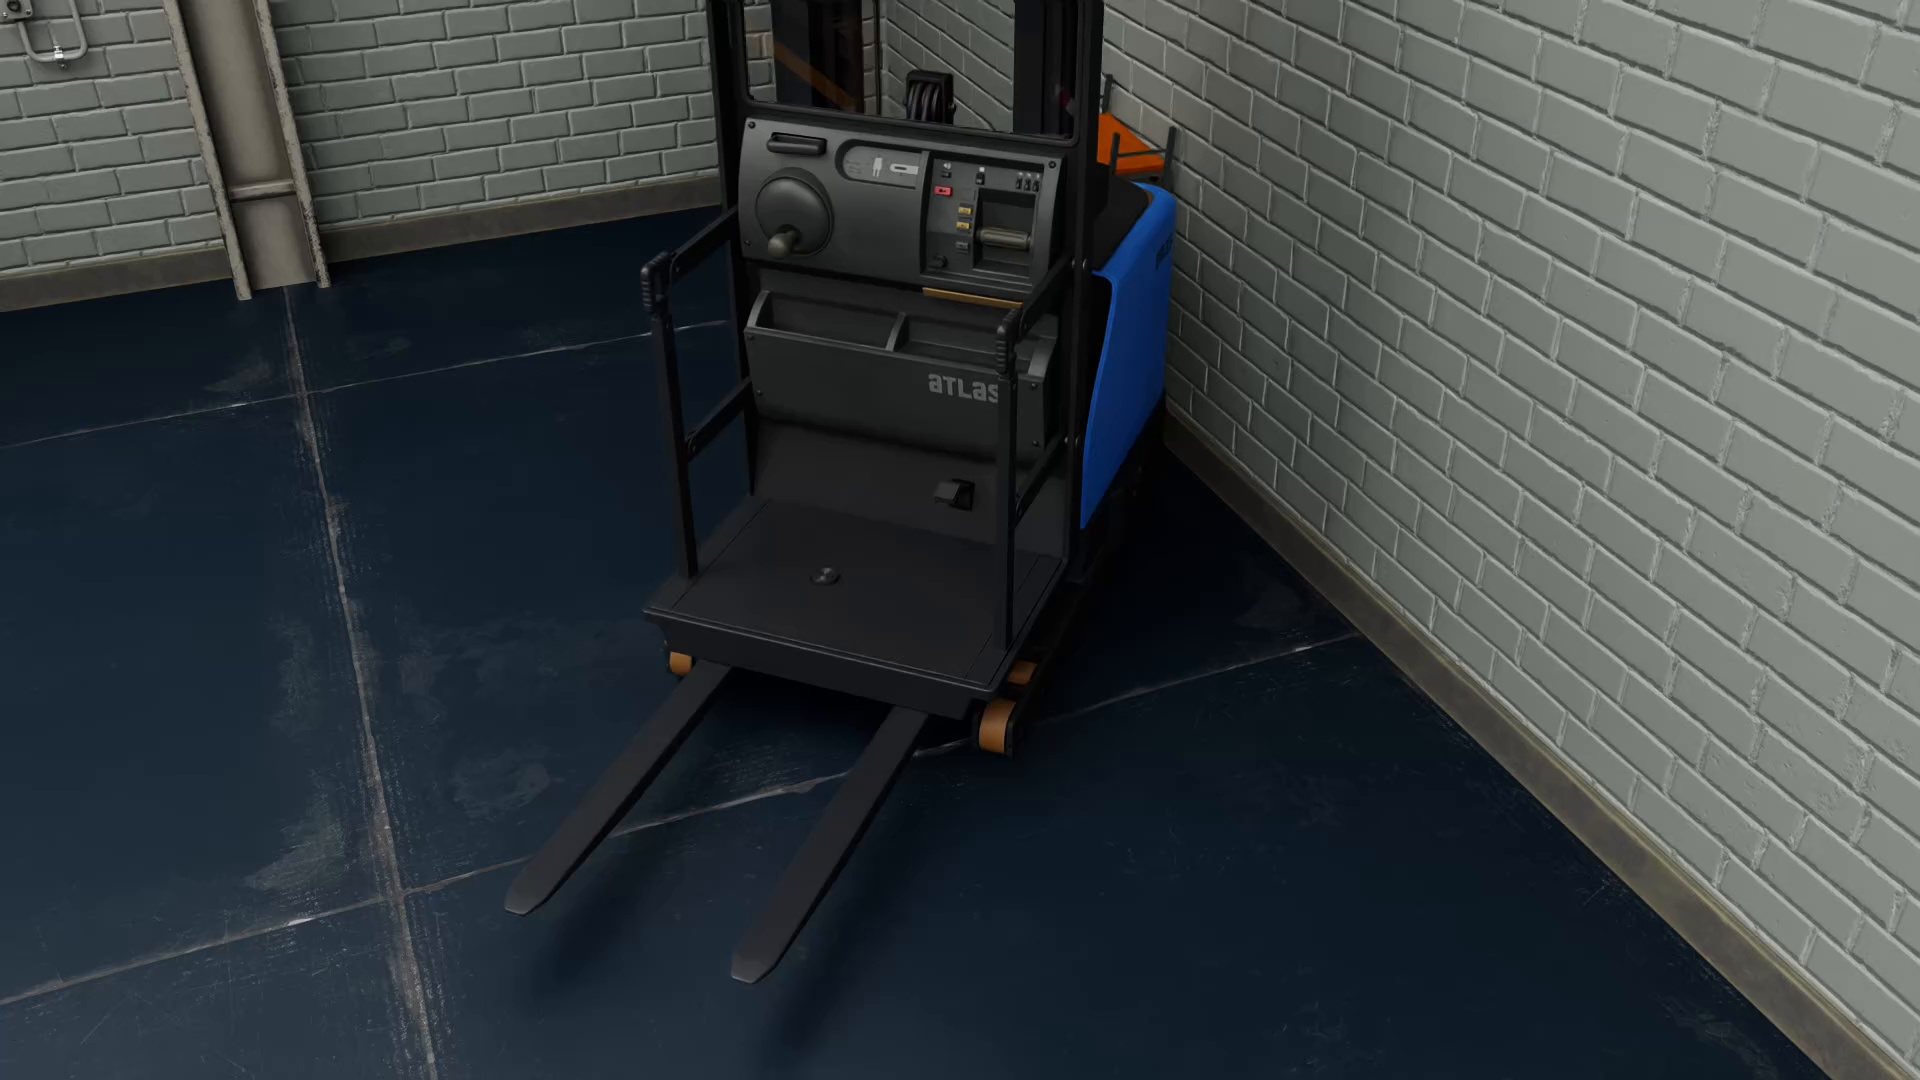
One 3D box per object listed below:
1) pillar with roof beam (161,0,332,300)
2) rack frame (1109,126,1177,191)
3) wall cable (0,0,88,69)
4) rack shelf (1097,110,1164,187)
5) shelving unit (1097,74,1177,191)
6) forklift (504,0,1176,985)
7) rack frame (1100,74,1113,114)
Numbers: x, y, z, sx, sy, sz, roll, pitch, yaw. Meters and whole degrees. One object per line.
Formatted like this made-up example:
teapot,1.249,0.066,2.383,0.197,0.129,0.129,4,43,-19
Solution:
pillar with roof beam,-1.413,-2.789,1.786,0.400,9.000,9.100,-13,35,-19
rack frame,0.593,-0.928,6.068,0.240,1.200,0.015,-11,40,-20
wall cable,-4.419,-2.606,6.074,1.851,1.984,0.084,-13,35,-19
rack shelf,0.527,-1.382,6.009,0.258,0.148,0.480,-11,40,-20
shelving unit,0.499,-1.068,6.244,0.258,1.200,0.503,-11,40,-20
forklift,-0.250,-0.866,4.394,1.130,2.935,3.031,12,35,17
rack frame,0.405,-1.208,6.420,0.240,1.200,0.015,-11,40,-20
